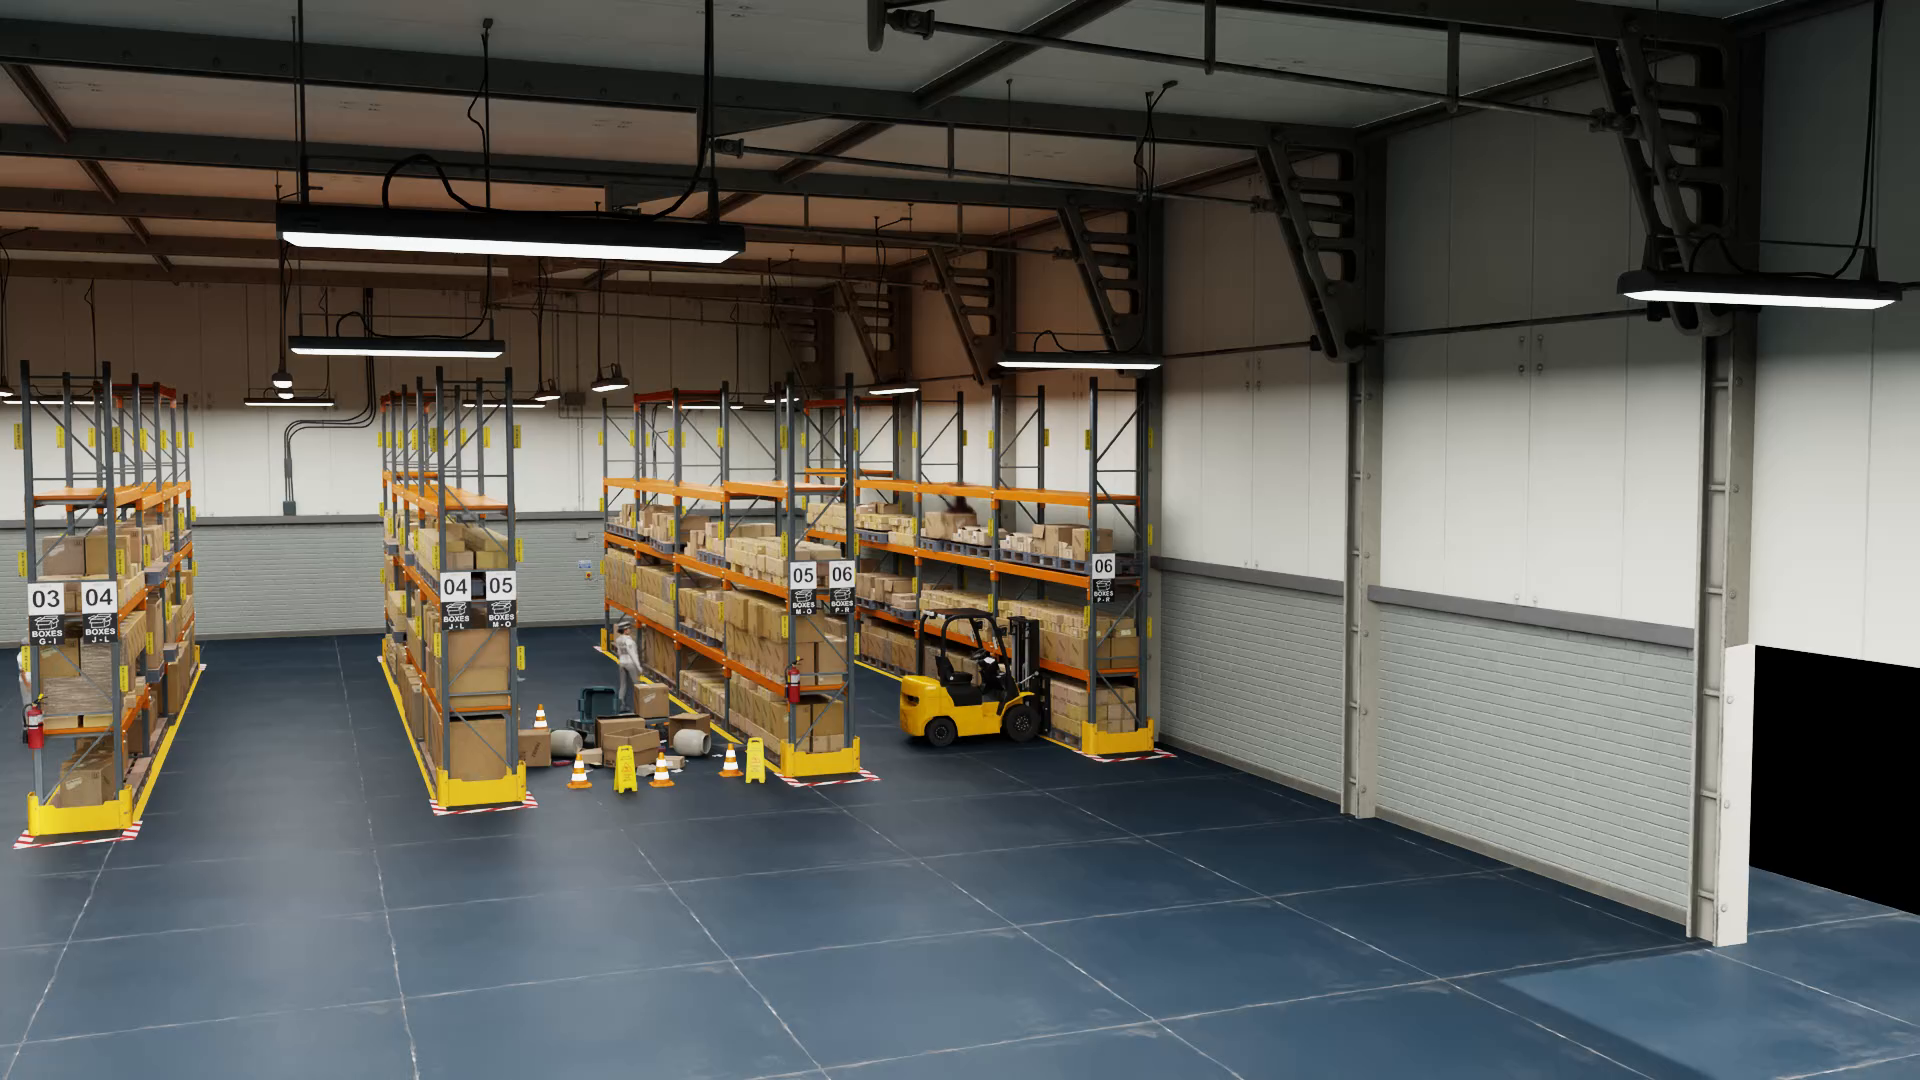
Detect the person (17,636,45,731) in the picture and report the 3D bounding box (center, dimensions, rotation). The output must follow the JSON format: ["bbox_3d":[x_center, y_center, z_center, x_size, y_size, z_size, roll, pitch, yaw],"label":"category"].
[{"bbox_3d":[-15.831,2.486,28.471,0.451,1.694,0.533,1,4,19],"label":"person"}]

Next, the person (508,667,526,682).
[{"bbox_3d":[-9.362,2.043,34.450,0.582,1.780,0.613,-2,4,-32],"label":"person"}]

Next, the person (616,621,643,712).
[{"bbox_3d":[-6.064,2.330,30.577,0.582,1.675,0.429,2,4,31],"label":"person"}]
